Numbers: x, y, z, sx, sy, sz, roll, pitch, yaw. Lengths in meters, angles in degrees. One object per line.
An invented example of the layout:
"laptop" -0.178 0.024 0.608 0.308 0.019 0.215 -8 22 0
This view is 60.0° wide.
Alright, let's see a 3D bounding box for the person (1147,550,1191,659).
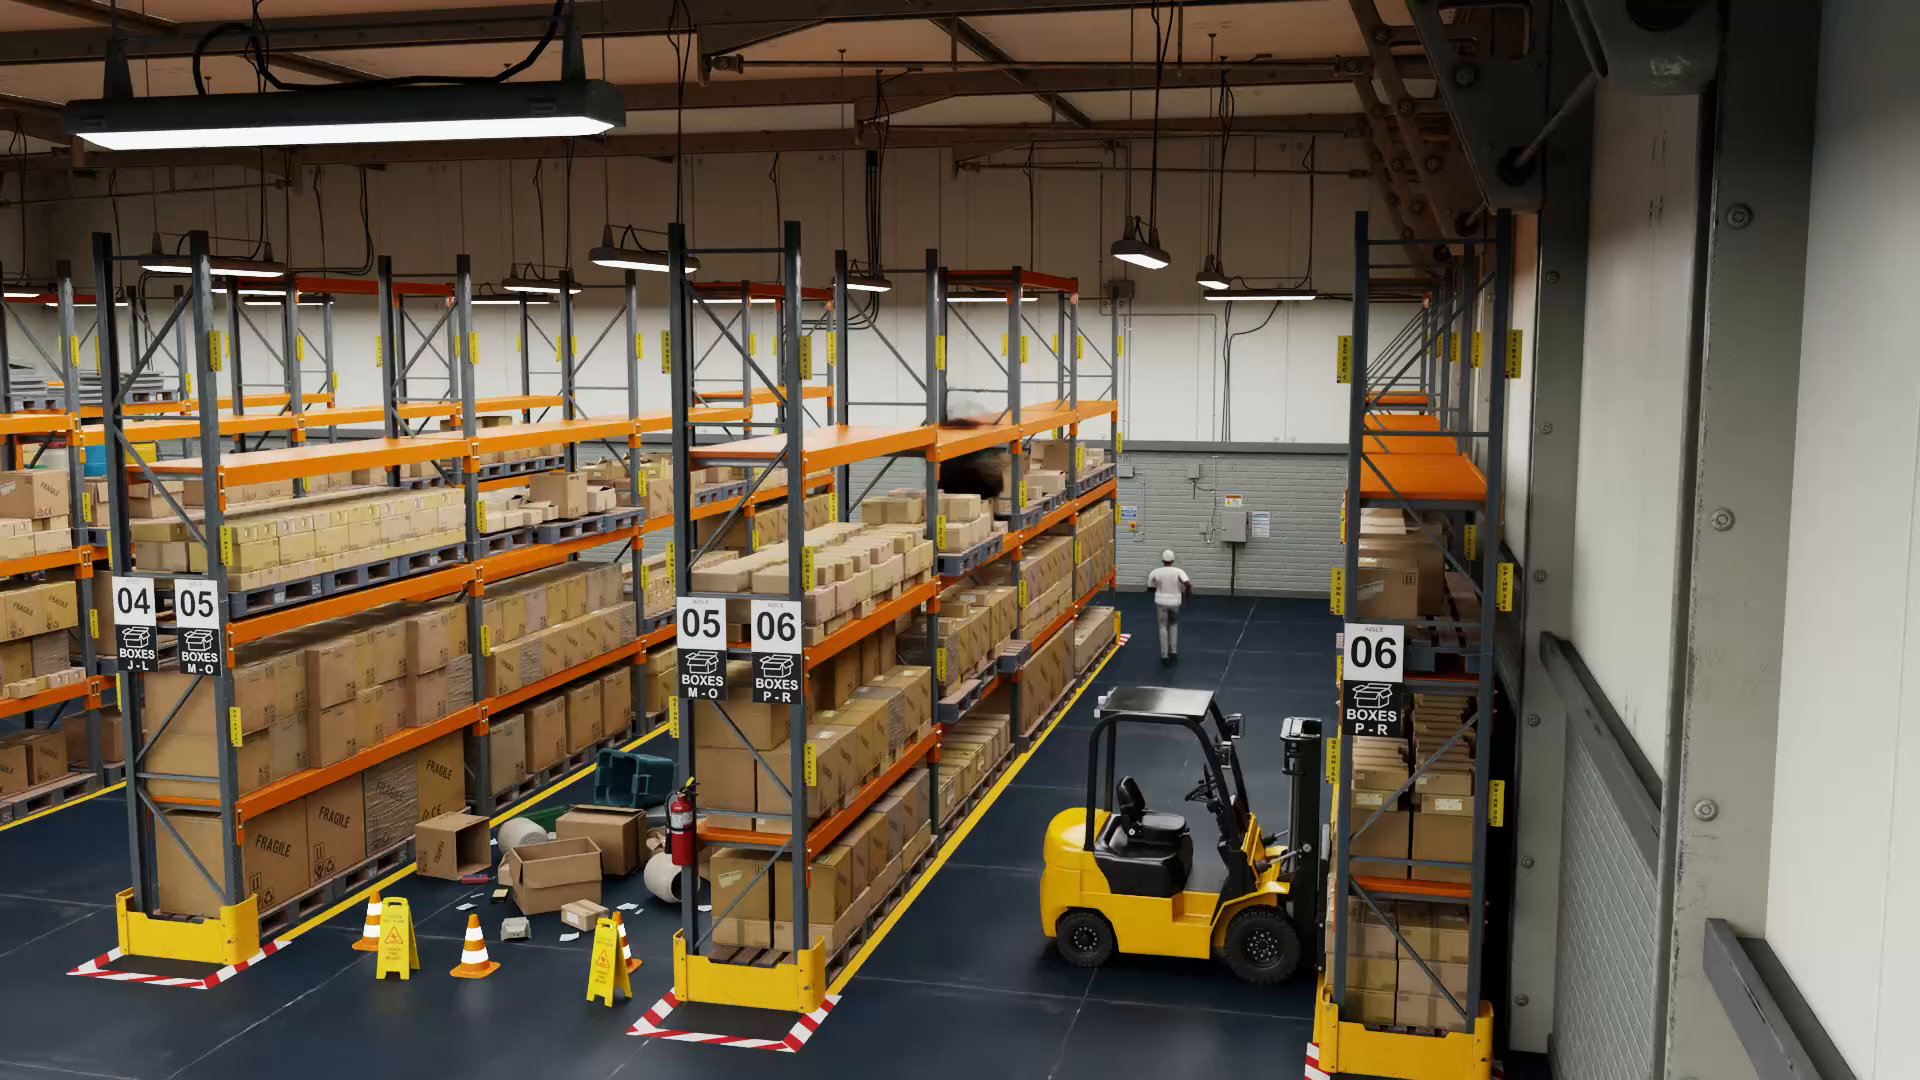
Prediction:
"person" 3.317 1.063 26.502 0.669 1.828 0.766 0 7 2
